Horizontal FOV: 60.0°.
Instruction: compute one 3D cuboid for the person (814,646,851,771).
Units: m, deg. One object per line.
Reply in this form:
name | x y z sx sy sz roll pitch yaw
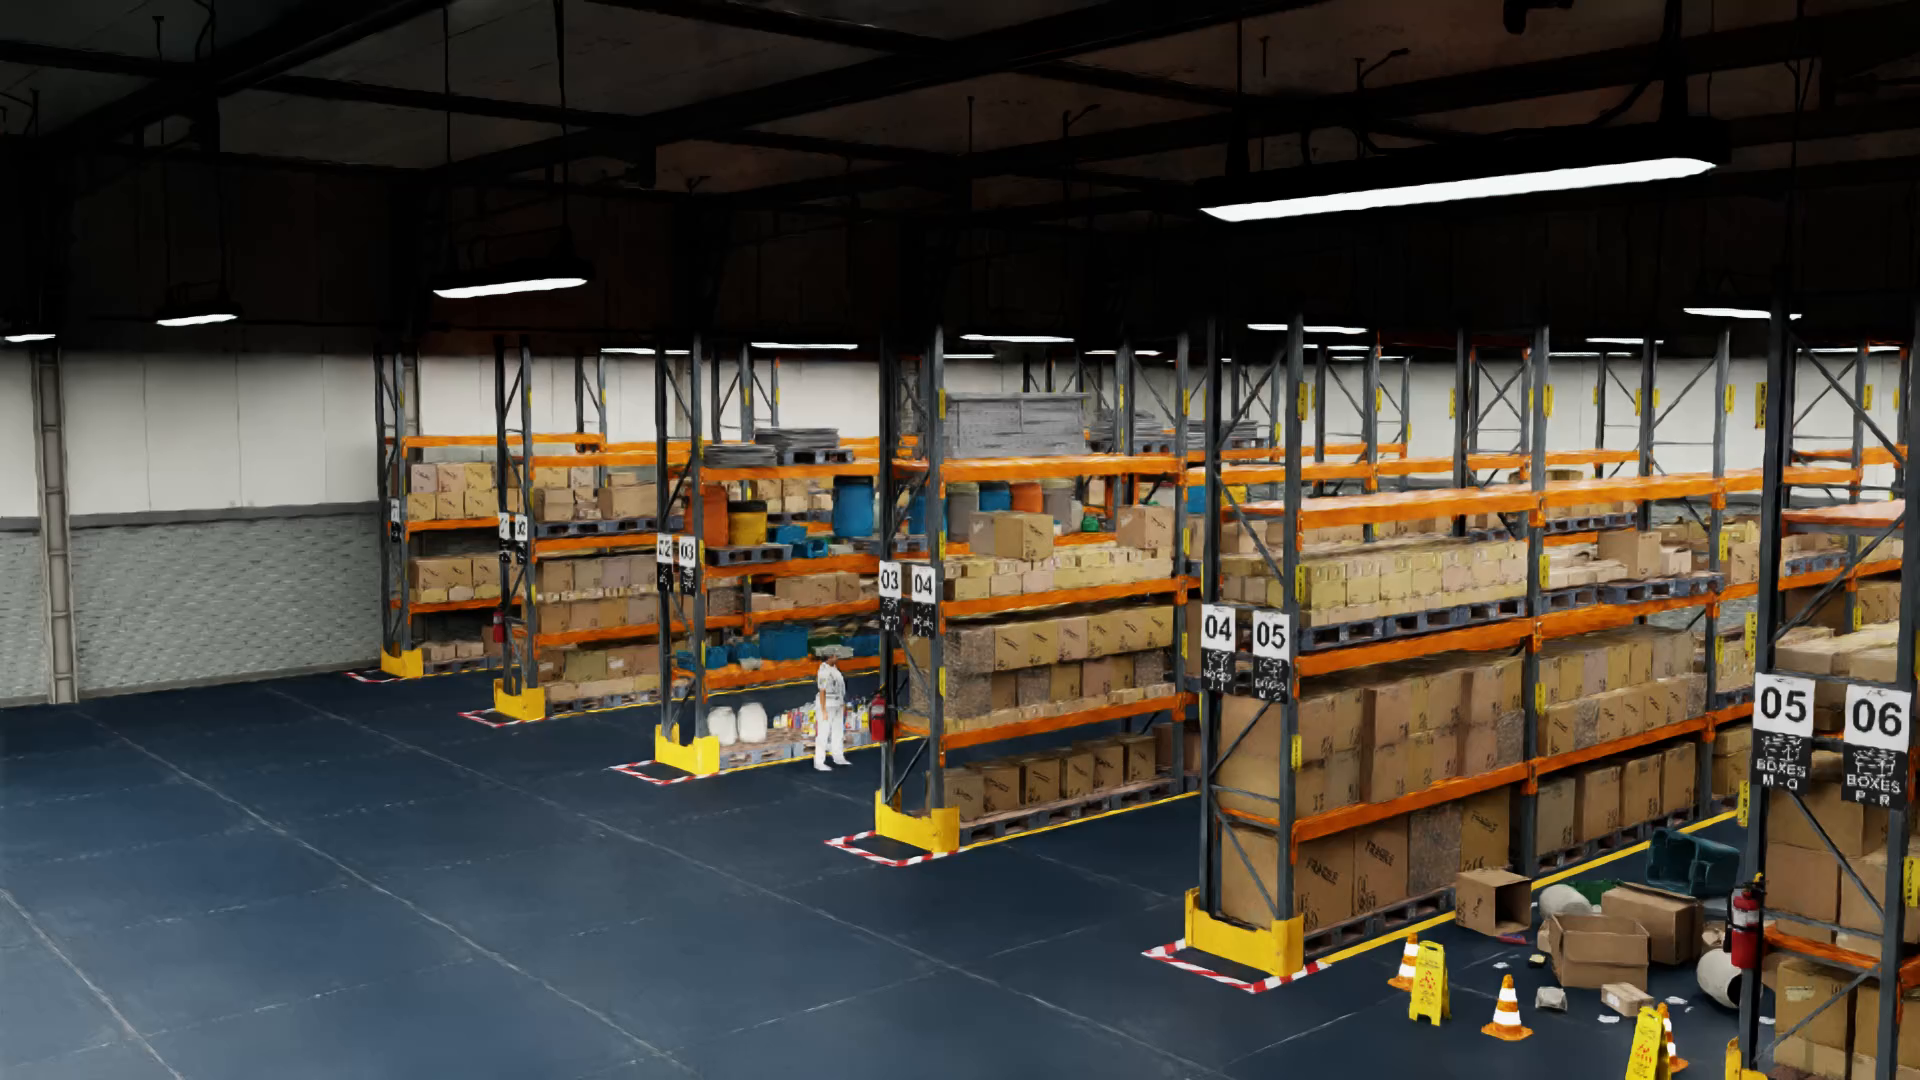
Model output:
person | -1.743 2.274 22.597 0.452 1.662 0.527 2 6 21
